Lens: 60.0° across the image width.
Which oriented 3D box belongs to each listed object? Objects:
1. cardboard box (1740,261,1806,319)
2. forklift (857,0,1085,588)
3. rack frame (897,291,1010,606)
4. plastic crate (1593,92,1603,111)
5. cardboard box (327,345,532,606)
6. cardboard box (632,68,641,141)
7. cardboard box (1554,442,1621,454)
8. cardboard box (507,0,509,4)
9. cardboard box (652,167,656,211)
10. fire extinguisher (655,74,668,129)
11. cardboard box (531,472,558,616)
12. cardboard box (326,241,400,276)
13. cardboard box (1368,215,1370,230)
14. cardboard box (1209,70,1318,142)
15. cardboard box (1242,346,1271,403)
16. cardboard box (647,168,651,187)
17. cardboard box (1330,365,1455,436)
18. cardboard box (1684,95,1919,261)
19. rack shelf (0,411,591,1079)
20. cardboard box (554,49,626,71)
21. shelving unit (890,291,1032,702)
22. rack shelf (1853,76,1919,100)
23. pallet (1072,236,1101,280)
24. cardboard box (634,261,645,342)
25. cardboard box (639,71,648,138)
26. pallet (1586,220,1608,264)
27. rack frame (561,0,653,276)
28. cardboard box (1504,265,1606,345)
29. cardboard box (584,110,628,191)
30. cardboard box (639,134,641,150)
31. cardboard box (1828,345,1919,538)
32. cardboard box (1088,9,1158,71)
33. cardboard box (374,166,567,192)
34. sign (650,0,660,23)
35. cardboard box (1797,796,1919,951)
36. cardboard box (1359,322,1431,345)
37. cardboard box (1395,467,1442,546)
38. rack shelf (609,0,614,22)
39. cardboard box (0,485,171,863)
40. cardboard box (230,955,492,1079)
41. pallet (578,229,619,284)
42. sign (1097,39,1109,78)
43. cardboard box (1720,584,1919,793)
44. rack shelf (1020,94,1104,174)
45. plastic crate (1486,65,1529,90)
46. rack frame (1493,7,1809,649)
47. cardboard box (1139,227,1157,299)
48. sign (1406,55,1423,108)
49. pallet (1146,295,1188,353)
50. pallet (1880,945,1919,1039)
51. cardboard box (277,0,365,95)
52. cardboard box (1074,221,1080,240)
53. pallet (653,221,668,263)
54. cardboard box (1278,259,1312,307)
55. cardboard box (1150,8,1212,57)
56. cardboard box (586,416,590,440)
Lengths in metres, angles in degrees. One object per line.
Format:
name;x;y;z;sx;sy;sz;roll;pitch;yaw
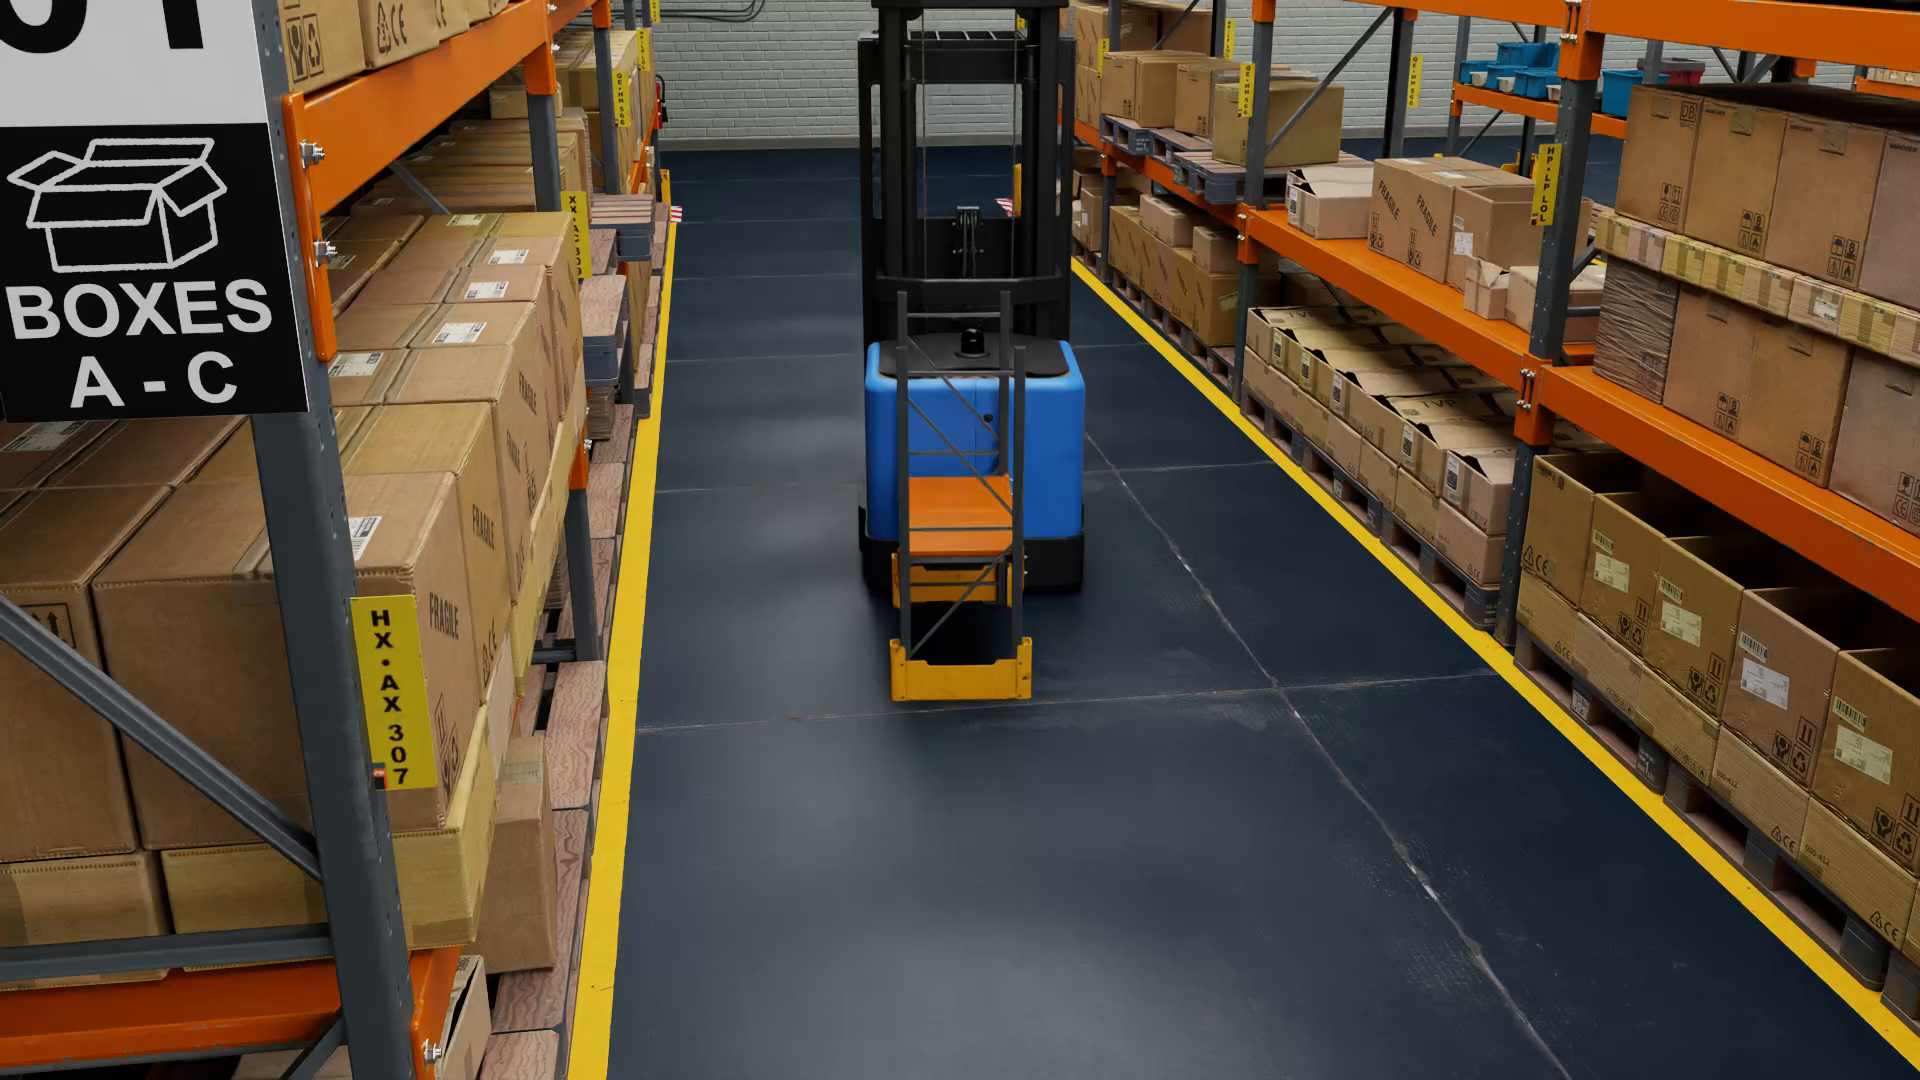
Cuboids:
cardboard box;2.911;-0.860;5.661;0.380;0.149;0.250;-4;21;-10
forklift;0.025;-1.613;8.846;1.130;2.935;3.031;-1;20;-2
rack frame;-0.028;-0.397;7.635;0.500;1.500;0.032;-1;20;-2
plastic crate;6.237;-4.257;16.134;0.437;0.125;0.590;-3;21;-8
cardboard box;-1.310;-0.151;3.947;0.500;0.500;0.500;-4;21;-10
cardboard box;-2.740;-3.356;12.819;0.500;0.500;0.500;-3;21;-7
cardboard box;3.103;-0.292;7.740;0.500;0.311;0.500;-3;21;-8
cardboard box;-1.608;-1.838;4.890;0.500;0.500;0.500;-5;21;-12
cardboard box;-3.516;-3.657;17.194;0.700;0.500;0.500;-3;21;-8
fire extinguisher;-3.281;-4.734;17.746;0.296;0.674;0.183;-3;21;-8
cardboard box;-1.392;0.016;4.573;0.500;0.250;0.500;-3;21;-7
cardboard box;-2.054;-0.652;5.289;0.500;0.500;0.500;-3;21;-8
cardboard box;2.579;-1.794;9.591;0.380;0.149;0.250;-1;21;-4
cardboard box;2.194;-3.133;12.073;0.700;0.500;0.500;1;20;2
cardboard box;2.124;-1.063;10.604;0.500;0.250;0.500;-3;21;-8
cardboard box;-3.089;-3.386;15.541;0.380;0.149;0.250;-4;21;-9
cardboard box;2.354;-0.789;9.071;0.500;0.311;0.500;-3;21;-8
cardboard box;3.060;-1.292;5.891;0.700;0.500;0.500;-3;21;-8
rack shelf;-1.697;0.315;4.613;1.077;0.370;4.000;-3;21;-8
cardboard box;-2.527;-3.175;11.262;0.500;0.250;0.500;-3;21;-7
shelving unit;-0.012;-0.222;7.167;0.587;1.500;1.083;-1;20;-2
rack shelf;11.278;-4.589;17.744;1.077;0.370;4.000;-3;21;-8
pallet;1.664;-2.667;15.555;1.003;0.211;1.213;-3;21;-8
cardboard box;-2.658;-1.854;11.864;0.750;0.750;0.750;-3;21;-8
cardboard box;-3.201;-3.813;14.210;0.980;0.700;0.700;-3;21;-7
pallet;6.520;-2.930;16.260;1.003;0.211;1.213;-3;21;-8
rack frame;-3.139;-3.484;13.757;1.000;3.000;0.127;-3;21;-8
cardboard box;2.801;-1.063;7.491;0.500;0.250;0.500;-2;21;-4
cardboard box;-2.379;-2.476;10.461;0.500;0.500;0.500;-2;21;-6
cardboard box;-2.750;-3.187;13.292;0.380;0.149;0.250;-3;21;-7
cardboard box;3.212;-0.325;5.157;0.700;0.500;0.500;-2;21;-6
cardboard box;1.433;-4.412;14.671;0.500;0.500;0.500;-3;21;-7
cardboard box;-2.099;-1.339;7.242;0.700;0.500;0.500;-1;20;-2
sign;-3.177;-5.545;17.282;0.100;0.325;0.005;-3;21;-8
cardboard box;2.965;0.995;5.096;0.500;0.250;0.500;-3;21;-8
cardboard box;2.740;-1.173;10.098;0.500;0.311;0.500;-3;21;-9
cardboard box;2.498;-0.178;8.236;0.500;0.250;0.500;-3;21;-9
rack shelf;-2.851;-3.860;11.504;1.077;0.370;4.000;-3;21;-8
cardboard box;-1.687;0.228;2.933;0.500;0.500;0.500;-3;21;-8
cardboard box;-1.502;1.283;4.209;0.500;0.311;0.500;-1;21;-3
pallet;-2.236;-1.326;8.253;1.003;0.211;1.213;-3;21;-8
sign;1.227;-4.111;14.198;0.100;0.325;0.005;-3;21;-8
cardboard box;2.891;0.470;5.428;0.500;0.500;0.500;-3;21;-8
rack shelf;1.474;-4.091;16.410;1.077;0.370;4.000;-3;21;-8
plastic crate;5.893;-4.988;17.938;0.416;0.233;0.300;-3;21;-8
rack frame;2.916;-0.965;7.014;1.000;3.000;0.127;-3;21;-8
cardboard box;1.744;-2.233;13.352;0.500;0.500;0.500;-3;21;-7
sign;2.888;-2.922;10.597;0.100;0.325;0.005;-3;21;-8
pallet;2.096;-1.726;13.035;1.003;0.211;1.213;-3;21;-8
pallet;3.341;1.463;4.497;1.003;0.211;1.213;-3;21;-8
cardboard box;-1.210;-0.919;2.431;0.500;0.500;0.500;-2;21;-6
cardboard box;1.286;-2.916;15.681;0.380;0.149;0.250;-3;21;-8
pallet;-3.350;-2.868;16.094;1.003;0.211;1.213;-3;21;-8
cardboard box;2.475;-1.738;12.027;0.500;0.500;0.500;-4;21;-10
cardboard box;1.973;-4.428;14.712;0.500;0.500;0.500;-2;21;-6
cardboard box;-2.448;-0.703;9.256;0.700;0.500;0.500;-3;21;-8
